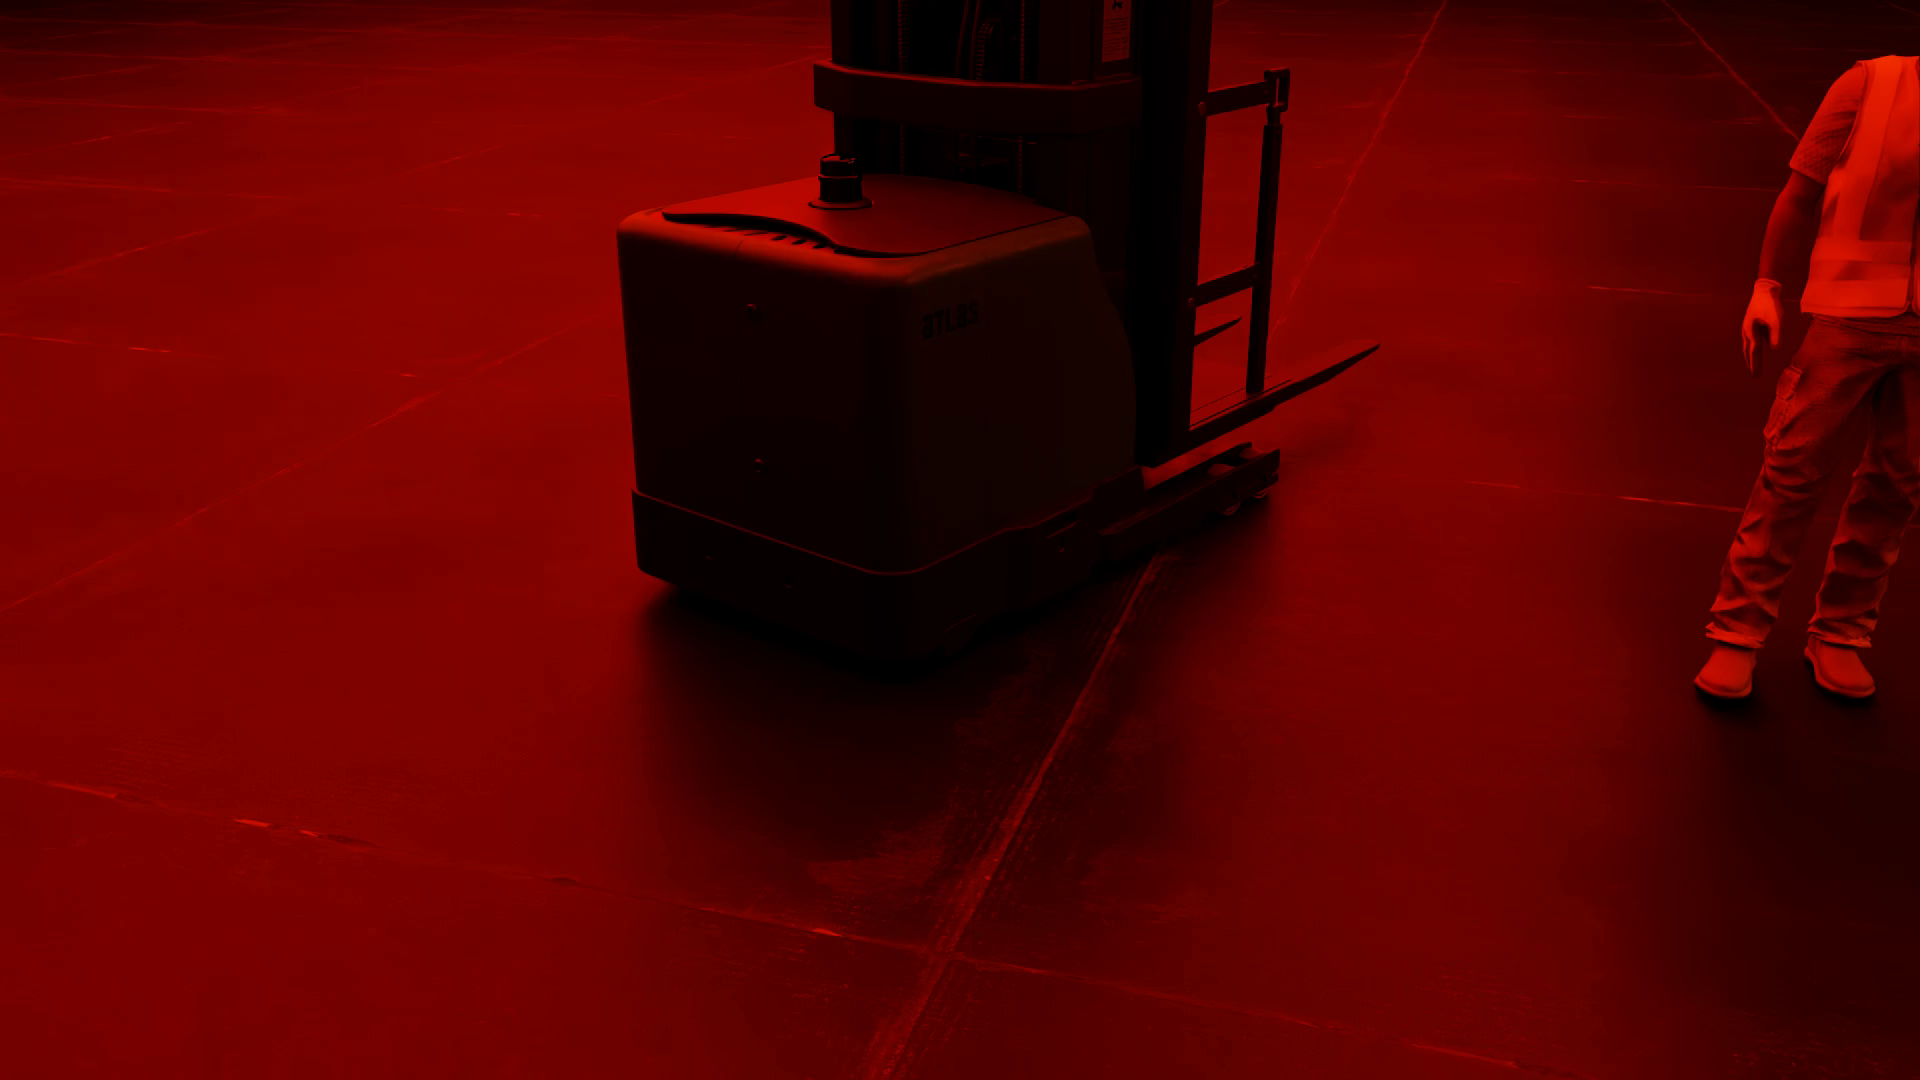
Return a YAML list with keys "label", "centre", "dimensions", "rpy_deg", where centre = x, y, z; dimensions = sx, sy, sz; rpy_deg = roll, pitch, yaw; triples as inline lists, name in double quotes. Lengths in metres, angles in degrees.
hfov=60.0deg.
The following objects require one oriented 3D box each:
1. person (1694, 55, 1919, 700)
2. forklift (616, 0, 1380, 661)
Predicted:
- label: "person"
  centre: [2.209, -0.476, 3.922]
  dimensions: [0.661, 1.784, 0.578]
  rpy_deg: [8, 24, 19]
- label: "forklift"
  centre: [0.395, -1.539, 5.008]
  dimensions: [1.130, 2.935, 3.031]
  rpy_deg: [17, 28, 36]
